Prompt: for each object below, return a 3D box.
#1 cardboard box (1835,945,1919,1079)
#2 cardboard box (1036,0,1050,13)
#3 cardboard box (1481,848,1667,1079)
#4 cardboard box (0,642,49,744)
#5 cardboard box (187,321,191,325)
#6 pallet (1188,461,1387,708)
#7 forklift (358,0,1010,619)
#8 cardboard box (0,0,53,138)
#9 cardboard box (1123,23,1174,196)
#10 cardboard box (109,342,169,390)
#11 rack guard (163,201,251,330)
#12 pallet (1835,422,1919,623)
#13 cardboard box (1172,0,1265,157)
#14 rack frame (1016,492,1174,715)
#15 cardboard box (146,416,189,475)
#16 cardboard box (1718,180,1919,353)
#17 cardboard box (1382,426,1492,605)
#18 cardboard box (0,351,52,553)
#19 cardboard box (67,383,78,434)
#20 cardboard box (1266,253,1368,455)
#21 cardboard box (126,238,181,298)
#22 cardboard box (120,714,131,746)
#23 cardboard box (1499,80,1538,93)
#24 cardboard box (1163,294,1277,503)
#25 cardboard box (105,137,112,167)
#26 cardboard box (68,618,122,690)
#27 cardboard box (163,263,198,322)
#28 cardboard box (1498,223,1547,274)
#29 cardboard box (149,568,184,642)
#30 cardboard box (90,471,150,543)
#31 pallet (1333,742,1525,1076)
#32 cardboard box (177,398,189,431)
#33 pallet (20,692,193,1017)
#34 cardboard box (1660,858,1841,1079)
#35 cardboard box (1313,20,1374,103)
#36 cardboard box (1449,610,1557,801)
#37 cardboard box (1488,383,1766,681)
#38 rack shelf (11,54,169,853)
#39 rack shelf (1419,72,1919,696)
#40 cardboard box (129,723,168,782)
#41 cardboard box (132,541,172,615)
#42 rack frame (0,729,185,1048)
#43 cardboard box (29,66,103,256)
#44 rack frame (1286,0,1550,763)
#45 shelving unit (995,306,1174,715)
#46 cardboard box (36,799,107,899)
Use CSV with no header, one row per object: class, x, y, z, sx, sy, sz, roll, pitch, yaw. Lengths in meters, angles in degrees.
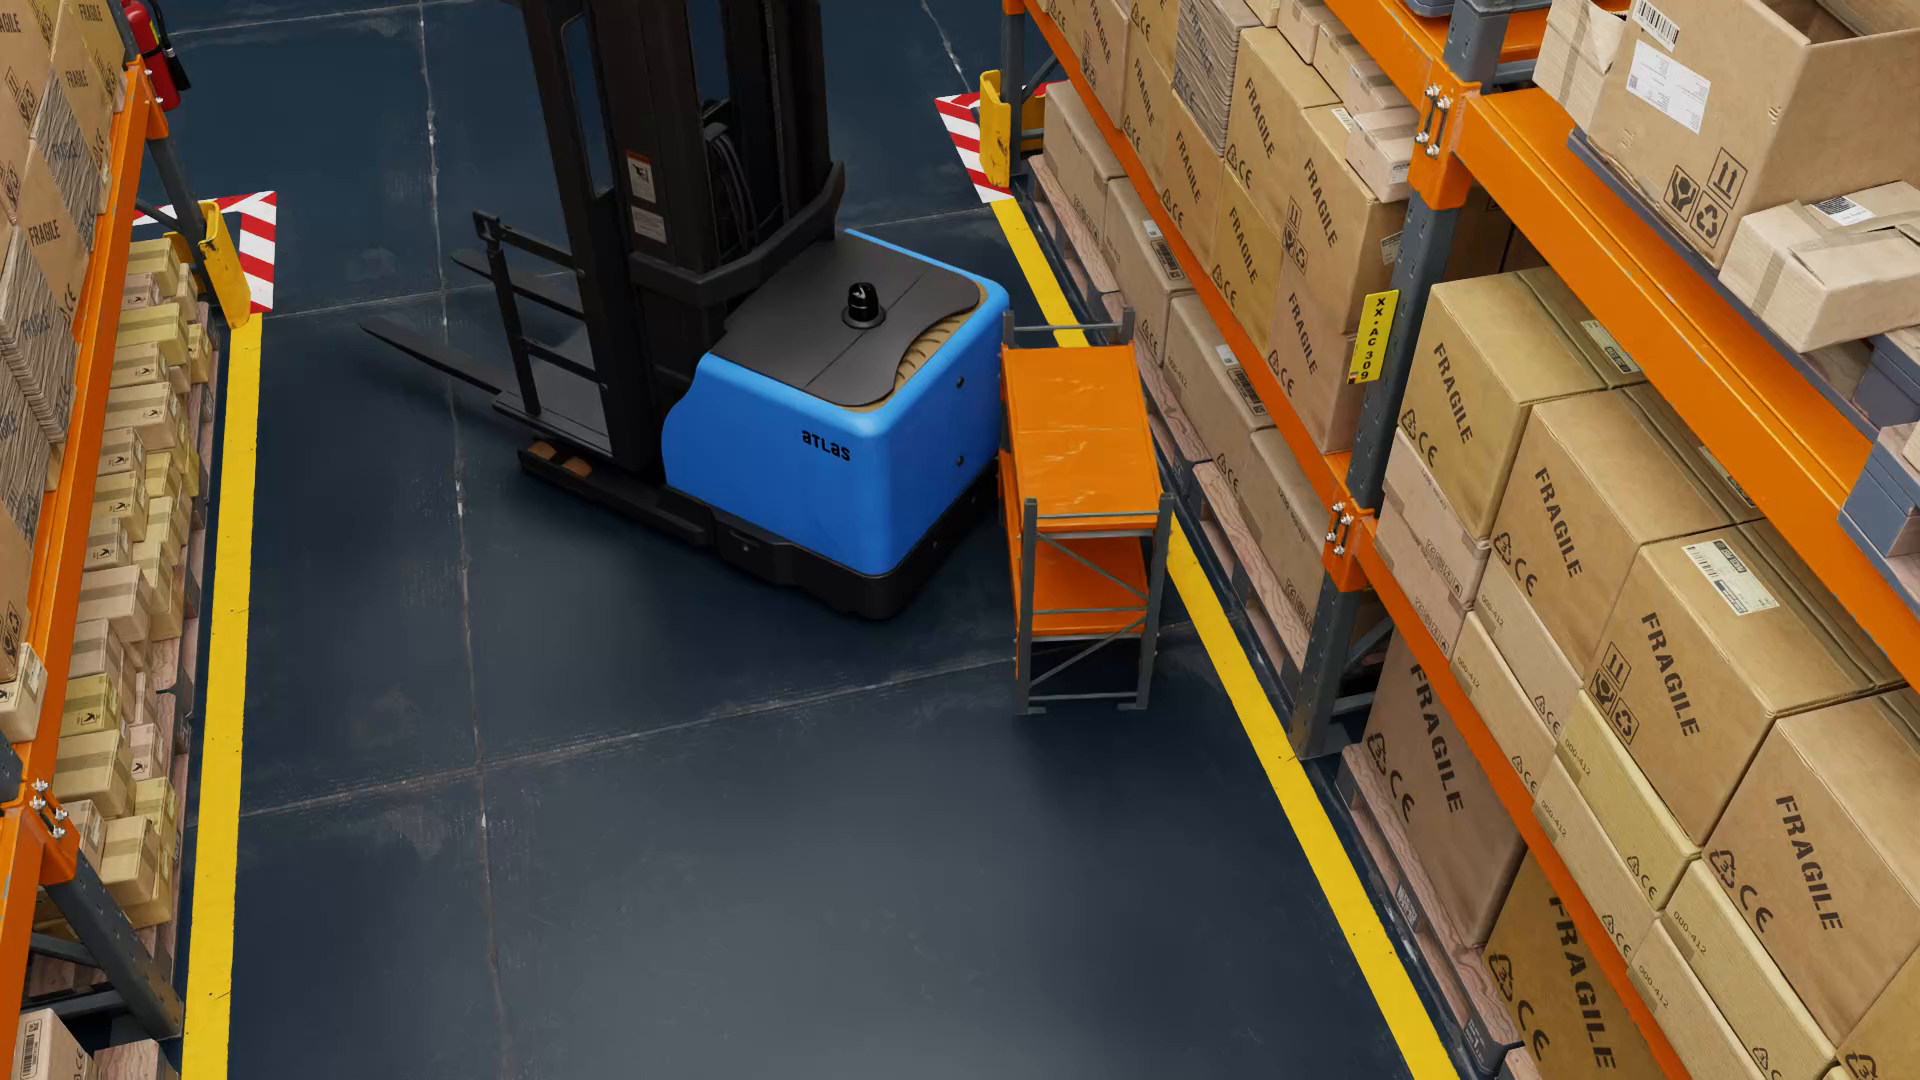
cardboard box,2.108,1.015,3.136,0.500,0.500,0.500,-11,47,-10
cardboard box,0.551,-2.768,7.543,0.500,0.500,0.500,-11,47,-11
cardboard box,2.205,1.277,4.843,0.875,0.875,0.875,-9,46,-9
cardboard box,-2.786,0.452,4.634,0.380,0.149,0.250,-9,46,-9
cardboard box,-3.717,-0.966,7.549,0.380,0.149,0.250,-10,46,-10
pallet,1.611,0.081,6.773,1.003,0.211,1.213,-11,47,-10
forklift,-1.317,-1.516,6.434,3.031,2.935,1.130,24,50,21
cardboard box,-3.424,-1.654,5.543,0.500,0.500,0.500,-9,46,-8
cardboard box,0.965,-1.727,6.523,0.500,0.500,0.500,-9,46,-9
cardboard box,-3.470,-0.651,6.824,0.380,0.149,0.250,-12,47,-12
rack guard,-4.034,-1.215,7.841,1.175,0.500,0.348,-11,47,-10
pallet,2.248,0.216,2.721,1.003,0.211,1.213,-9,46,-8
cardboard box,1.081,-1.717,5.813,0.500,0.500,0.500,-10,46,-10
rack frame,0.466,0.254,5.964,0.500,1.125,0.032,-2,46,-2
cardboard box,-3.363,-0.370,6.757,0.380,0.149,0.250,-10,46,-10
cardboard box,1.715,-0.533,3.192,0.380,0.166,0.250,-14,47,-13
cardboard box,1.570,-0.123,4.776,0.500,0.250,0.500,-12,47,-11
cardboard box,-3.046,-0.248,4.865,0.500,0.500,0.500,-11,47,-10
cardboard box,-3.170,-0.449,5.516,0.380,0.149,0.250,-9,46,-9
cardboard box,1.364,-0.664,5.481,0.500,0.500,0.500,-10,46,-10
cardboard box,-3.673,-1.181,7.343,0.380,0.149,0.250,-10,46,-10
cardboard box,-3.062,0.737,5.672,0.380,0.149,0.250,-11,47,-11
cardboard box,1.819,-1.407,5.055,0.380,0.149,0.250,-10,46,-10
cardboard box,1.443,-0.677,7.064,0.875,0.438,0.875,-12,47,-11
cardboard box,-3.591,-1.532,6.578,0.380,0.149,0.250,-11,47,-11
cardboard box,-3.132,0.444,5.751,0.380,0.149,0.250,-12,47,-11
cardboard box,-3.643,-1.083,7.456,0.380,0.149,0.250,-12,47,-11
cardboard box,1.842,-1.114,5.222,0.500,0.500,0.500,-10,46,-10
cardboard box,-3.184,0.272,6.336,0.380,0.149,0.250,-12,47,-11
cardboard box,-3.293,-0.097,6.282,0.380,0.149,0.250,-10,47,-10
pallet,2.000,1.139,5.736,1.003,0.211,1.213,-11,47,-10
cardboard box,-3.493,-0.441,7.035,0.380,0.149,0.250,-10,46,-10
pallet,-3.236,1.138,5.738,1.003,0.211,1.213,-11,47,-10
cardboard box,1.965,0.934,3.740,0.500,0.250,0.500,-12,47,-12
cardboard box,1.326,-1.498,5.144,0.380,0.149,0.250,-11,47,-10
cardboard box,1.721,0.406,4.608,0.500,0.250,0.500,-12,47,-11
cardboard box,1.721,-0.038,4.168,0.500,0.500,0.500,-11,47,-11
rack shelf,-3.542,-0.510,5.904,1.077,0.370,4.000,-11,47,-10
rack shelf,2.242,0.227,3.081,1.077,0.370,4.000,-11,47,-10
cardboard box,-2.994,0.814,5.805,0.380,0.149,0.250,-11,47,-11
cardboard box,-3.179,0.170,6.227,0.380,0.149,0.250,-11,47,-11
rack frame,-3.030,0.619,4.294,1.000,3.000,0.127,-11,47,-10
cardboard box,-3.424,-1.313,5.909,0.500,0.500,0.500,-11,47,-10
rack frame,1.730,-0.356,5.249,1.000,3.000,0.127,-11,47,-10
shelving unit,0.439,-0.108,6.319,0.538,1.125,1.048,-2,46,-2
cardboard box,-2.917,0.986,5.220,0.380,0.149,0.250,-9,46,-9
